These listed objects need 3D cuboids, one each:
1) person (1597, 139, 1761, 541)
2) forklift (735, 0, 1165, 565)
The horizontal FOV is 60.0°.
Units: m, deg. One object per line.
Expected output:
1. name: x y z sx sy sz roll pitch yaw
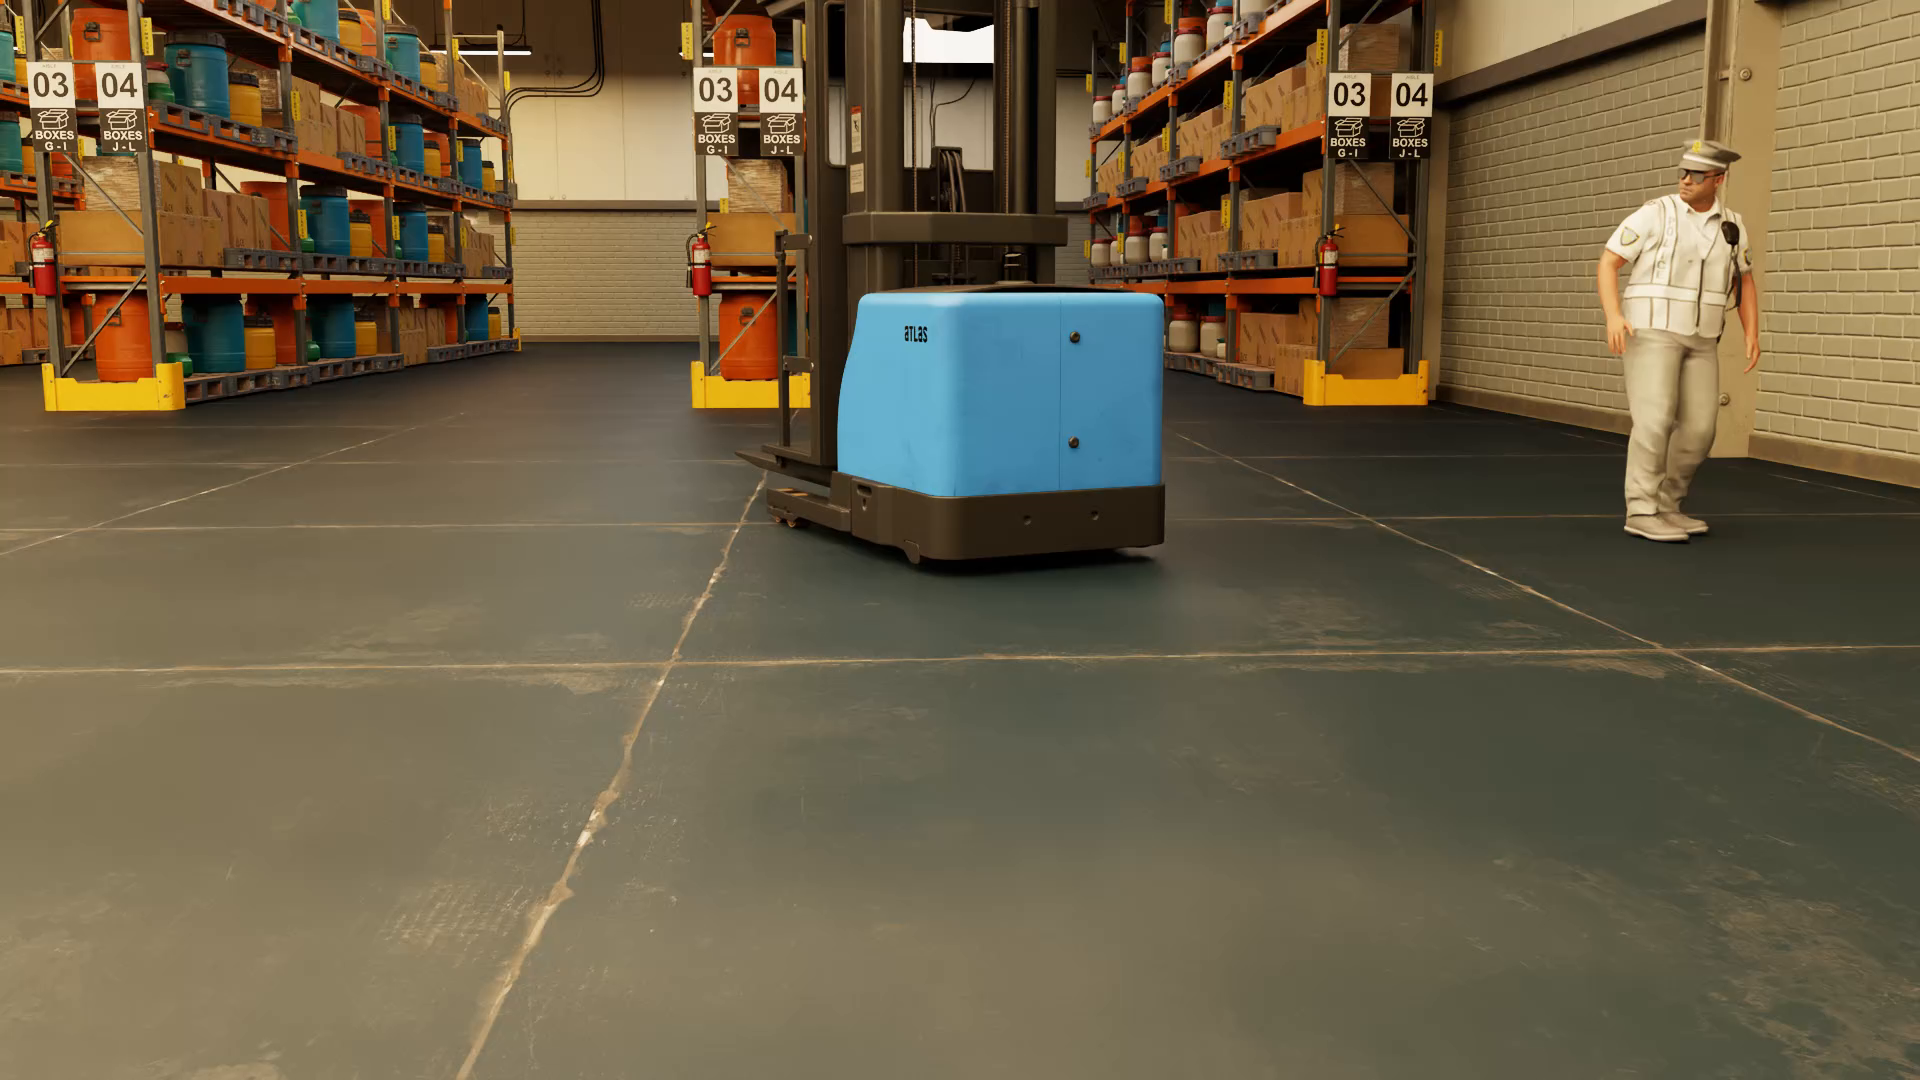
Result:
1. person: 3.219 -0.882 7.348 0.749 1.736 0.532 -2 9 -13
2. forklift: -0.264 -1.530 7.637 1.130 2.935 3.031 -4 9 -25
